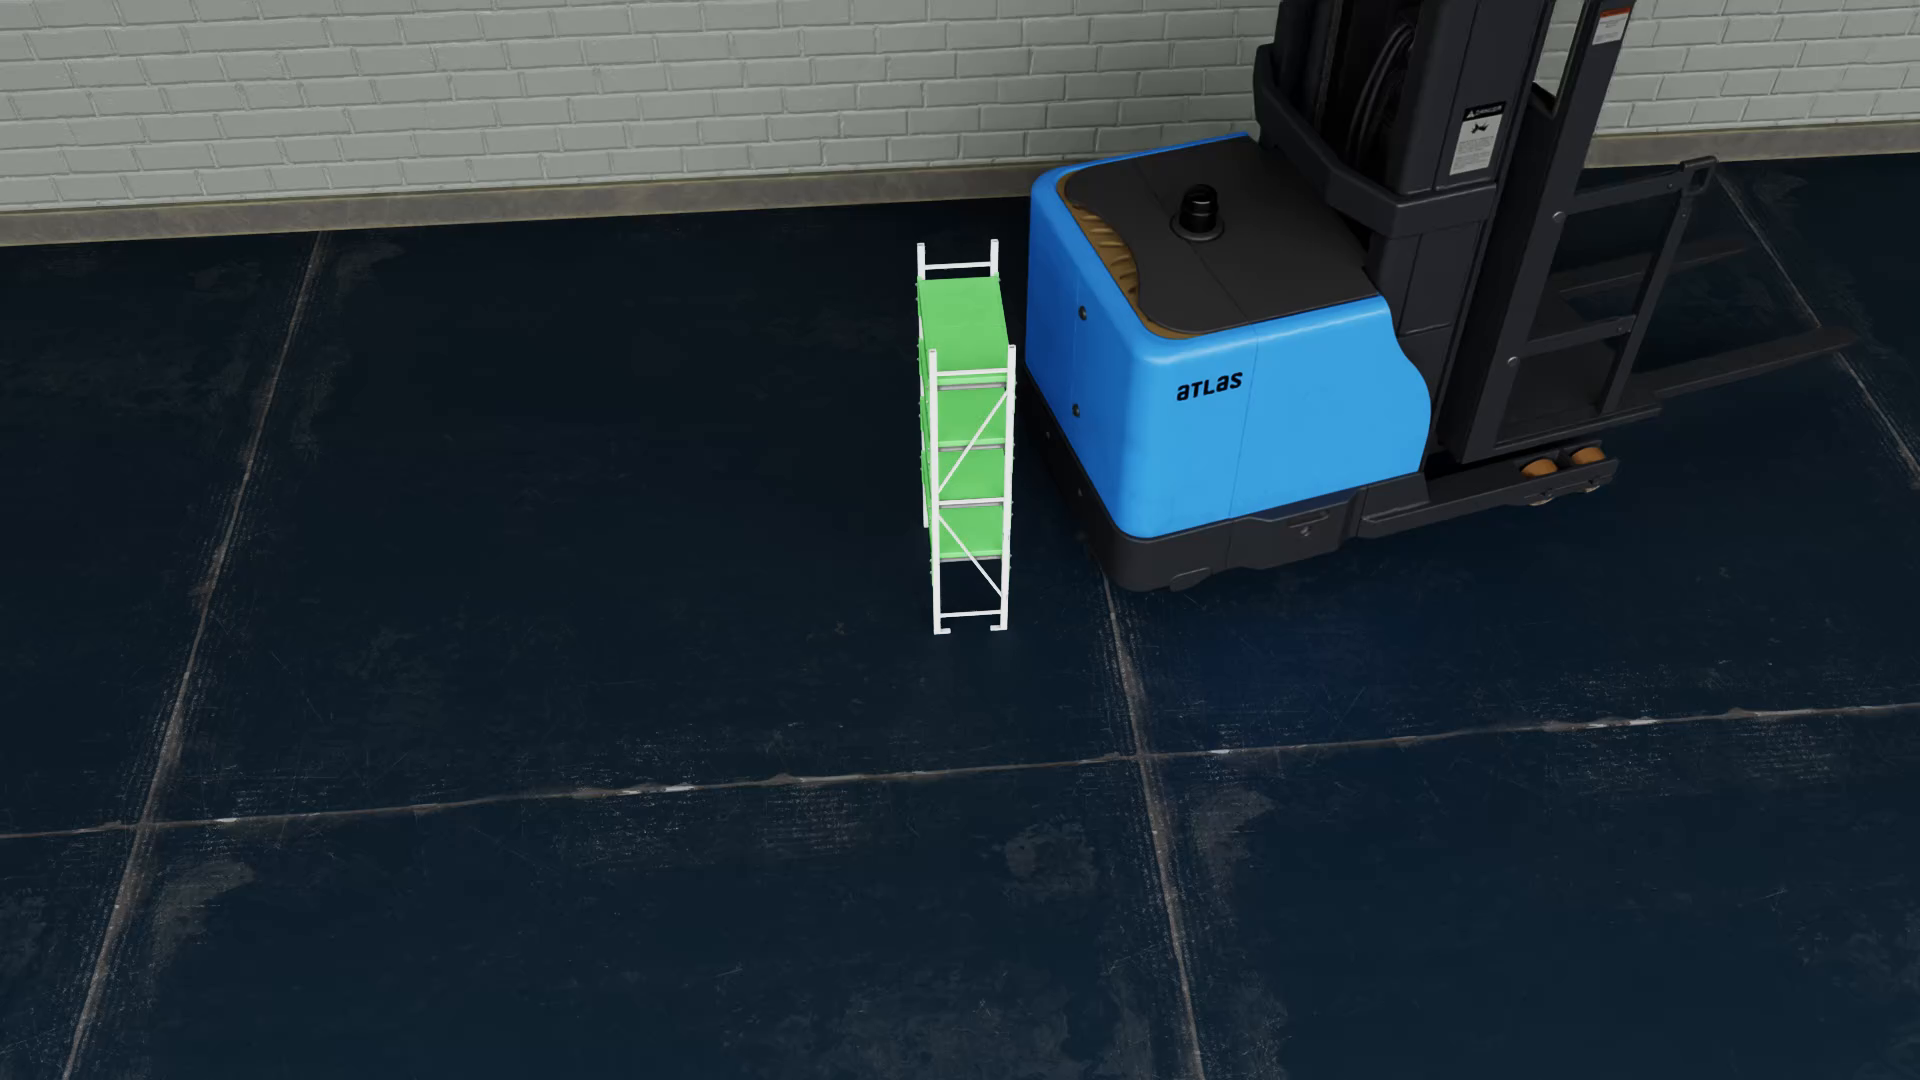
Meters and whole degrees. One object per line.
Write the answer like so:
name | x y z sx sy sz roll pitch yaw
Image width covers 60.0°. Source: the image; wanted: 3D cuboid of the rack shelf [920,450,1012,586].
rack shelf | 0.014 -0.084 5.422 0.258 0.148 0.480 -3 47 -3

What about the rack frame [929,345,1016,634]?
rack frame | 0.034 -0.116 5.034 0.240 1.200 0.015 -3 47 -3

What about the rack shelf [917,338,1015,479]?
rack shelf | 0.014 -0.414 5.073 0.258 0.148 0.480 -3 47 -3

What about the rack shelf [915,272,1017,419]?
rack shelf | 0.014 -0.579 4.899 0.258 0.148 0.480 -3 47 -3

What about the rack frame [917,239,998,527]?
rack frame | -0.007 -0.469 5.368 0.240 1.200 0.015 -3 47 -3

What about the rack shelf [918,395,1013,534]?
rack shelf | 0.014 -0.249 5.247 0.258 0.148 0.480 -3 47 -3

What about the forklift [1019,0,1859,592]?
forklift | 1.791 -1.480 5.133 3.031 2.935 1.130 -14 48 -13

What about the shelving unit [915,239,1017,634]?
shelving unit | 0.014 -0.293 5.201 0.258 1.200 0.503 -3 47 -3
